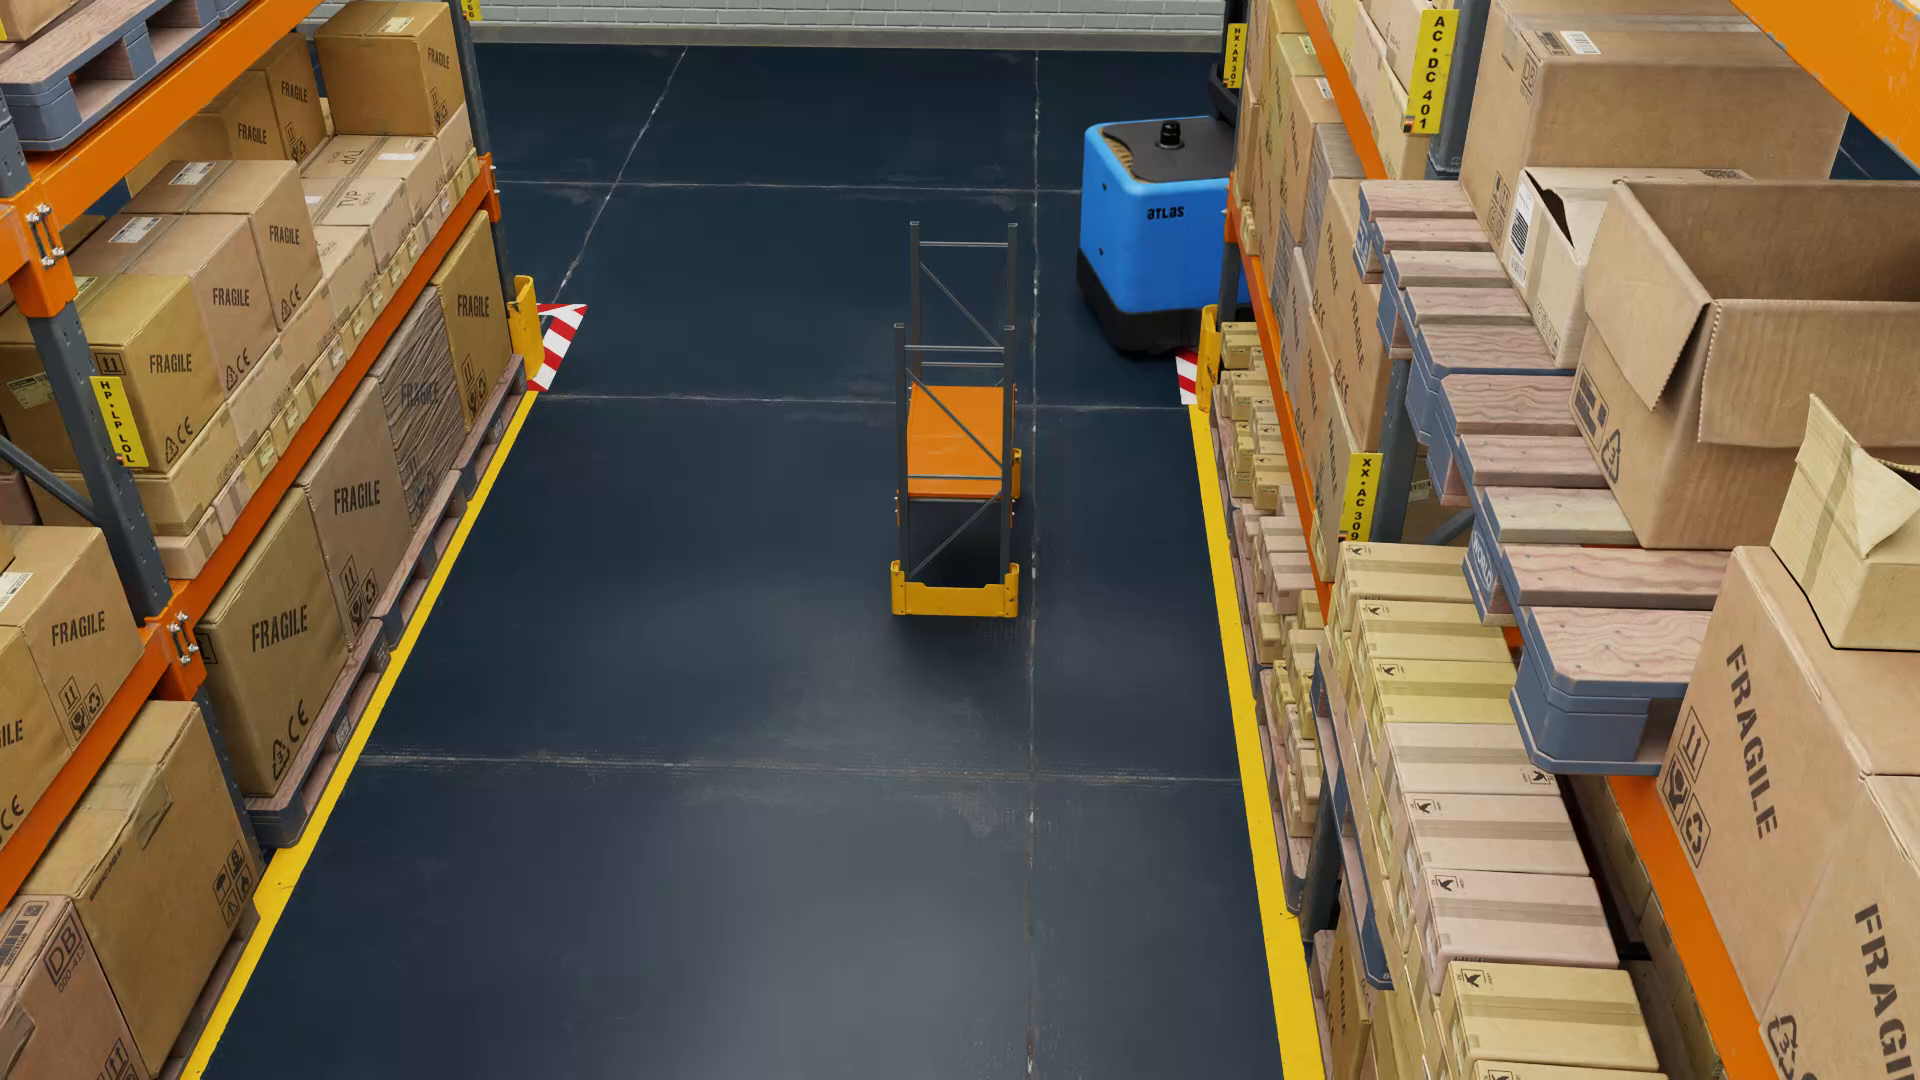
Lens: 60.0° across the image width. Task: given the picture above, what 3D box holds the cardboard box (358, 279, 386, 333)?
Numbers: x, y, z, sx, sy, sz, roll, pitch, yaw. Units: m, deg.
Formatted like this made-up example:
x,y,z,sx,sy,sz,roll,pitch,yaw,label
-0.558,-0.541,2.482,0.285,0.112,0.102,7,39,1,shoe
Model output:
x,y,z,sx,sy,sz,roll,pitch,yaw,label
-2.775,-1.040,7.340,0.380,0.149,0.250,2,35,3,cardboard box

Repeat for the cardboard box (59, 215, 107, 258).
x,y,z,sx,sy,sz,roll,pitch,yaw,label
-3.413,-0.861,6.085,0.500,0.500,0.500,2,35,2,cardboard box

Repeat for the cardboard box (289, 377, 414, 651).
x,y,z,sx,sy,sz,roll,pitch,yaw,label
-3.046,-0.132,7.312,0.875,0.875,0.875,1,35,2,cardboard box

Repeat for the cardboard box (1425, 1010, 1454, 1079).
x,y,z,sx,sy,sz,roll,pitch,yaw,label
1.227,1.161,3.584,0.380,0.149,0.250,1,35,1,cardboard box

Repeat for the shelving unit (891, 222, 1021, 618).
x,y,z,sx,sy,sz,roll,pitch,yaw,label
-0.003,-0.570,7.756,0.587,1.500,1.083,1,35,2,shelving unit

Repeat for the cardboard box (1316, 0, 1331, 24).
x,y,z,sx,sy,sz,roll,pitch,yaw,label
1.586,-2.080,6.122,0.500,0.250,0.500,1,35,2,cardboard box

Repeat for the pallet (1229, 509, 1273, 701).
x,y,z,sx,sy,sz,roll,pitch,yaw,label
1.801,0.289,7.656,1.003,0.211,1.213,1,35,2,pallet

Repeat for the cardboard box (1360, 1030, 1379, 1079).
x,y,z,sx,sy,sz,roll,pitch,yaw,label
1.449,1.811,4.874,0.500,0.500,0.500,3,35,4,cardboard box

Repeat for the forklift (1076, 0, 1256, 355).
x,y,z,sx,sy,sz,roll,pitch,yaw,label
2.301,-2.698,9.541,3.031,2.935,1.130,-7,36,-9,forklift

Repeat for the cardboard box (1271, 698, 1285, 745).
x,y,z,sx,sy,sz,roll,pitch,yaw,label
1.479,0.698,6.762,0.380,0.149,0.250,0,35,0,cardboard box

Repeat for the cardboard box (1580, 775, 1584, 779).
x,y,z,sx,sy,sz,roll,pitch,yaw,label
1.936,0.550,4.712,0.380,0.149,0.250,2,35,2,cardboard box

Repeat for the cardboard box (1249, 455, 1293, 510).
x,y,z,sx,sy,sz,roll,pitch,yaw,label
1.531,-0.260,7.608,0.380,0.149,0.250,2,35,3,cardboard box

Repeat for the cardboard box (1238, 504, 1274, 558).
x,y,z,sx,sy,sz,roll,pitch,yaw,label
1.520,-0.043,7.817,0.380,0.149,0.250,0,35,0,cardboard box

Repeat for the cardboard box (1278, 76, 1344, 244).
x,y,z,sx,sy,sz,roll,pitch,yaw,label
1.567,-1.500,6.560,0.500,0.500,0.500,0,35,0,cardboard box

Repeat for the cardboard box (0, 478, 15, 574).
x,y,z,sx,sy,sz,roll,pitch,yaw,label
-3.206,-0.019,4.710,0.797,0.503,0.637,0,35,1,cardboard box

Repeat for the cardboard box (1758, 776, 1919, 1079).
x,y,z,sx,sy,sz,roll,pitch,yaw,label
1.379,0.646,2.027,0.500,0.500,0.500,1,35,2,cardboard box

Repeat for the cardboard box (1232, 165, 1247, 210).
x,y,z,sx,sy,sz,roll,pitch,yaw,label
1.584,-1.780,8.392,0.380,0.149,0.250,1,35,2,cardboard box

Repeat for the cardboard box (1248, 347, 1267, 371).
x,y,z,sx,sy,sz,roll,pitch,yaw,label
1.673,-0.855,8.455,0.380,0.149,0.250,2,35,3,cardboard box

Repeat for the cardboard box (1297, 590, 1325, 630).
x,y,z,sx,sy,sz,roll,pitch,yaw,label
1.580,0.340,6.754,0.380,0.149,0.250,2,35,3,cardboard box

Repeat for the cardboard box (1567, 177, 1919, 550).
x,y,z,sx,sy,sz,roll,pitch,yaw,label
1.570,-0.320,3.032,0.797,0.503,0.637,1,35,1,cardboard box

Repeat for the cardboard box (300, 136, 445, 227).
x,y,z,sx,sy,sz,roll,pitch,yaw,label
-2.803,-1.718,7.957,0.500,0.250,0.500,1,35,1,cardboard box

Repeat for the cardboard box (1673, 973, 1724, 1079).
x,y,z,sx,sy,sz,roll,pitch,yaw,label
1.896,1.150,3.859,0.380,0.149,0.250,3,35,4,cardboard box

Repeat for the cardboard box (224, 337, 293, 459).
x,y,z,sx,sy,sz,roll,pitch,yaw,label
-2.883,-0.545,6.289,0.500,0.250,0.500,1,35,2,cardboard box

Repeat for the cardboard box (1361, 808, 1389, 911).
x,y,z,sx,sy,sz,roll,pitch,yaw,label
1.258,0.831,4.312,0.380,0.149,0.250,2,35,2,cardboard box

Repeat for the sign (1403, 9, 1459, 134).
x,y,z,sx,sy,sz,roll,pitch,yaw,label
1.221,-1.210,4.304,0.100,0.325,0.005,1,35,2,sign

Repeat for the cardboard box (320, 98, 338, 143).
x,y,z,sx,sy,sz,roll,pitch,yaw,label
-3.317,-2.024,8.393,0.500,0.250,0.500,0,35,1,cardboard box

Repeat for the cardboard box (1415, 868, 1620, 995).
x,y,z,sx,sy,sz,roll,pitch,yaw,label
1.237,0.883,3.720,0.380,0.149,0.250,3,35,4,cardboard box

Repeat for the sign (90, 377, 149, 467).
x,y,z,sx,sy,sz,roll,pitch,yaw,label
-2.646,-0.370,5.229,0.100,0.325,0.005,1,35,2,sign

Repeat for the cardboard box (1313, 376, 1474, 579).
x,y,z,sx,sy,sz,roll,pitch,yaw,label
1.501,-0.210,5.594,0.500,0.500,0.500,1,35,2,cardboard box

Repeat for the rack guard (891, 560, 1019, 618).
x,y,z,sx,sy,sz,roll,pitch,yaw,label
-0.023,0.228,7.709,0.587,0.250,0.087,1,35,2,rack guard

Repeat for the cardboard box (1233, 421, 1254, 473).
x,y,z,sx,sy,sz,roll,pitch,yaw,label
1.539,-0.449,8.136,0.380,0.149,0.250,2,35,3,cardboard box

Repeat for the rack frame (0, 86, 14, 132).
x,y,z,sx,sy,sz,roll,pitch,yaw,label
-3.188,-2.390,3.824,1.000,3.000,0.127,1,35,2,rack frame

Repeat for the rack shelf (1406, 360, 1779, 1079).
x,y,z,sx,sy,sz,roll,pitch,yaw,label
1.683,0.453,3.013,1.077,0.370,4.000,1,35,2,rack shelf

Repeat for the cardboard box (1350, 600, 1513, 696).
x,y,z,sx,sy,sz,roll,pitch,yaw,label
1.283,0.301,4.549,0.380,0.149,0.250,2,35,3,cardboard box

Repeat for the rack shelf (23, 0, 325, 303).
x,y,z,sx,sy,sz,roll,pitch,yaw,label
-3.108,-2.017,6.529,1.077,0.370,4.000,1,35,2,rack shelf

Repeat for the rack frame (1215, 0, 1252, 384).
x,y,z,sx,sy,sz,roll,pitch,yaw,label
1.924,-2.061,8.574,1.000,3.000,0.127,1,35,2,rack frame

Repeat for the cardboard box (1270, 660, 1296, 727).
x,y,z,sx,sy,sz,roll,pitch,yaw,label
1.450,0.612,6.626,0.380,0.149,0.250,0,35,0,cardboard box

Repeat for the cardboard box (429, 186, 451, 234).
x,y,z,sx,sy,sz,roll,pitch,yaw,label
-2.733,-1.624,8.171,0.380,0.149,0.250,1,35,2,cardboard box

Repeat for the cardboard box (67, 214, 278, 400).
x,y,z,sx,sy,sz,roll,pitch,yaw,label
-2.886,-0.854,6.077,0.500,0.500,0.500,1,35,2,cardboard box

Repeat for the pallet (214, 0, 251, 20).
x,y,z,sx,sy,sz,roll,pitch,yaw,label
-3.093,-2.295,6.375,1.003,0.211,1.213,1,35,2,pallet

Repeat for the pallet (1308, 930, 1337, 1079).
x,y,z,sx,sy,sz,roll,pitch,yaw,label
1.734,1.826,5.469,1.003,0.211,1.213,1,35,2,pallet

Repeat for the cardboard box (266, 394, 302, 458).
x,y,z,sx,sy,sz,roll,pitch,yaw,label
-2.815,-0.448,6.498,0.380,0.149,0.250,0,35,1,cardboard box

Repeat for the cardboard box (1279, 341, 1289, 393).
x,y,z,sx,sy,sz,roll,pitch,yaw,label
1.532,-0.729,6.898,0.380,0.149,0.250,2,35,3,cardboard box

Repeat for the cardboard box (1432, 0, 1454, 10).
x,y,z,sx,sy,sz,roll,pitch,yaw,label
1.503,-1.482,4.491,0.380,0.149,0.250,0,35,0,cardboard box

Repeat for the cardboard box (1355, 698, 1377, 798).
x,y,z,sx,sy,sz,roll,pitch,yaw,label
1.270,0.560,4.440,0.380,0.149,0.250,2,35,3,cardboard box

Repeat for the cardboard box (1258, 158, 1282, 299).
x,y,z,sx,sy,sz,roll,pitch,yaw,label
1.602,-1.383,7.263,0.500,0.500,0.500,2,35,3,cardboard box
